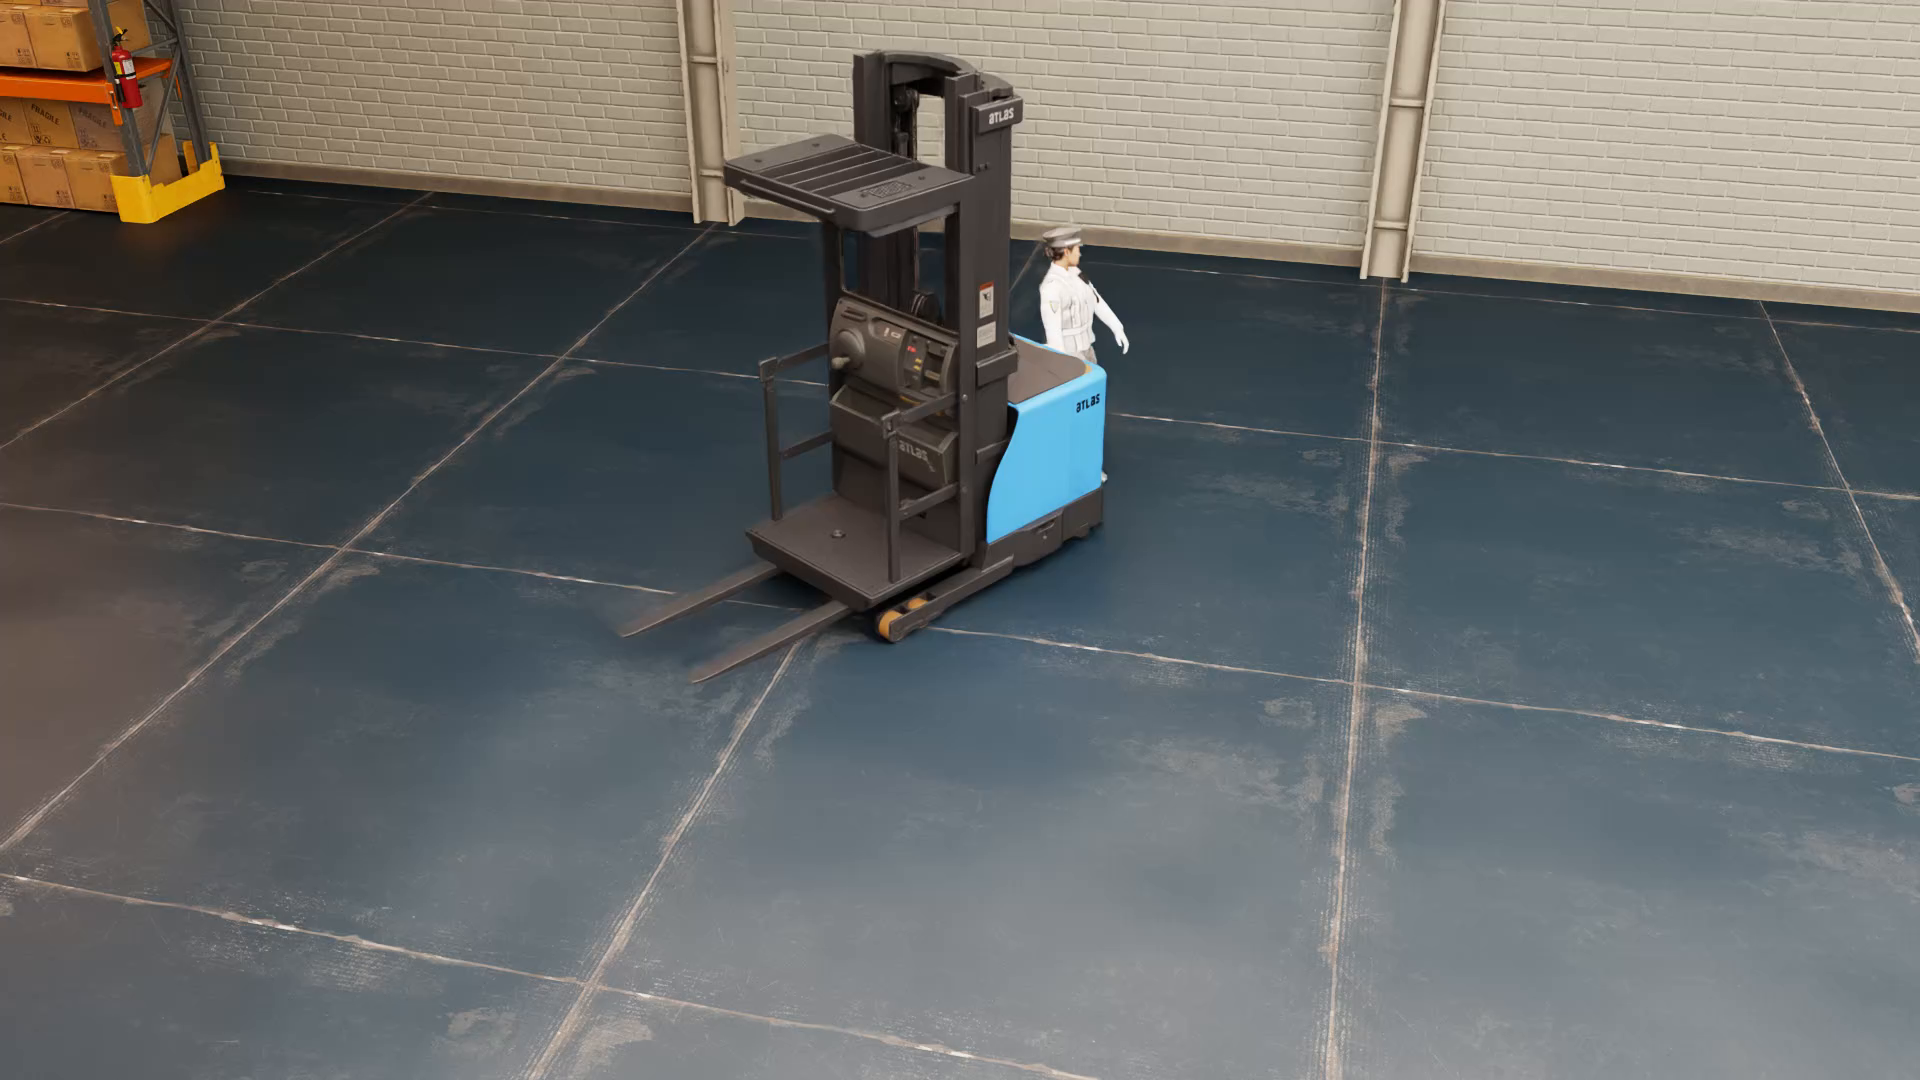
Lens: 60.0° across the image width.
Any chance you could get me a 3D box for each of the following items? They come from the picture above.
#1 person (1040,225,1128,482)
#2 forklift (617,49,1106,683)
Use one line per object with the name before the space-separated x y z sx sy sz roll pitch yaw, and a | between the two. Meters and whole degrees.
person | 0.716 -1.206 10.673 0.704 1.567 0.647 10 31 18
forklift | -0.521 -1.003 8.941 1.130 2.935 3.031 26 39 38
